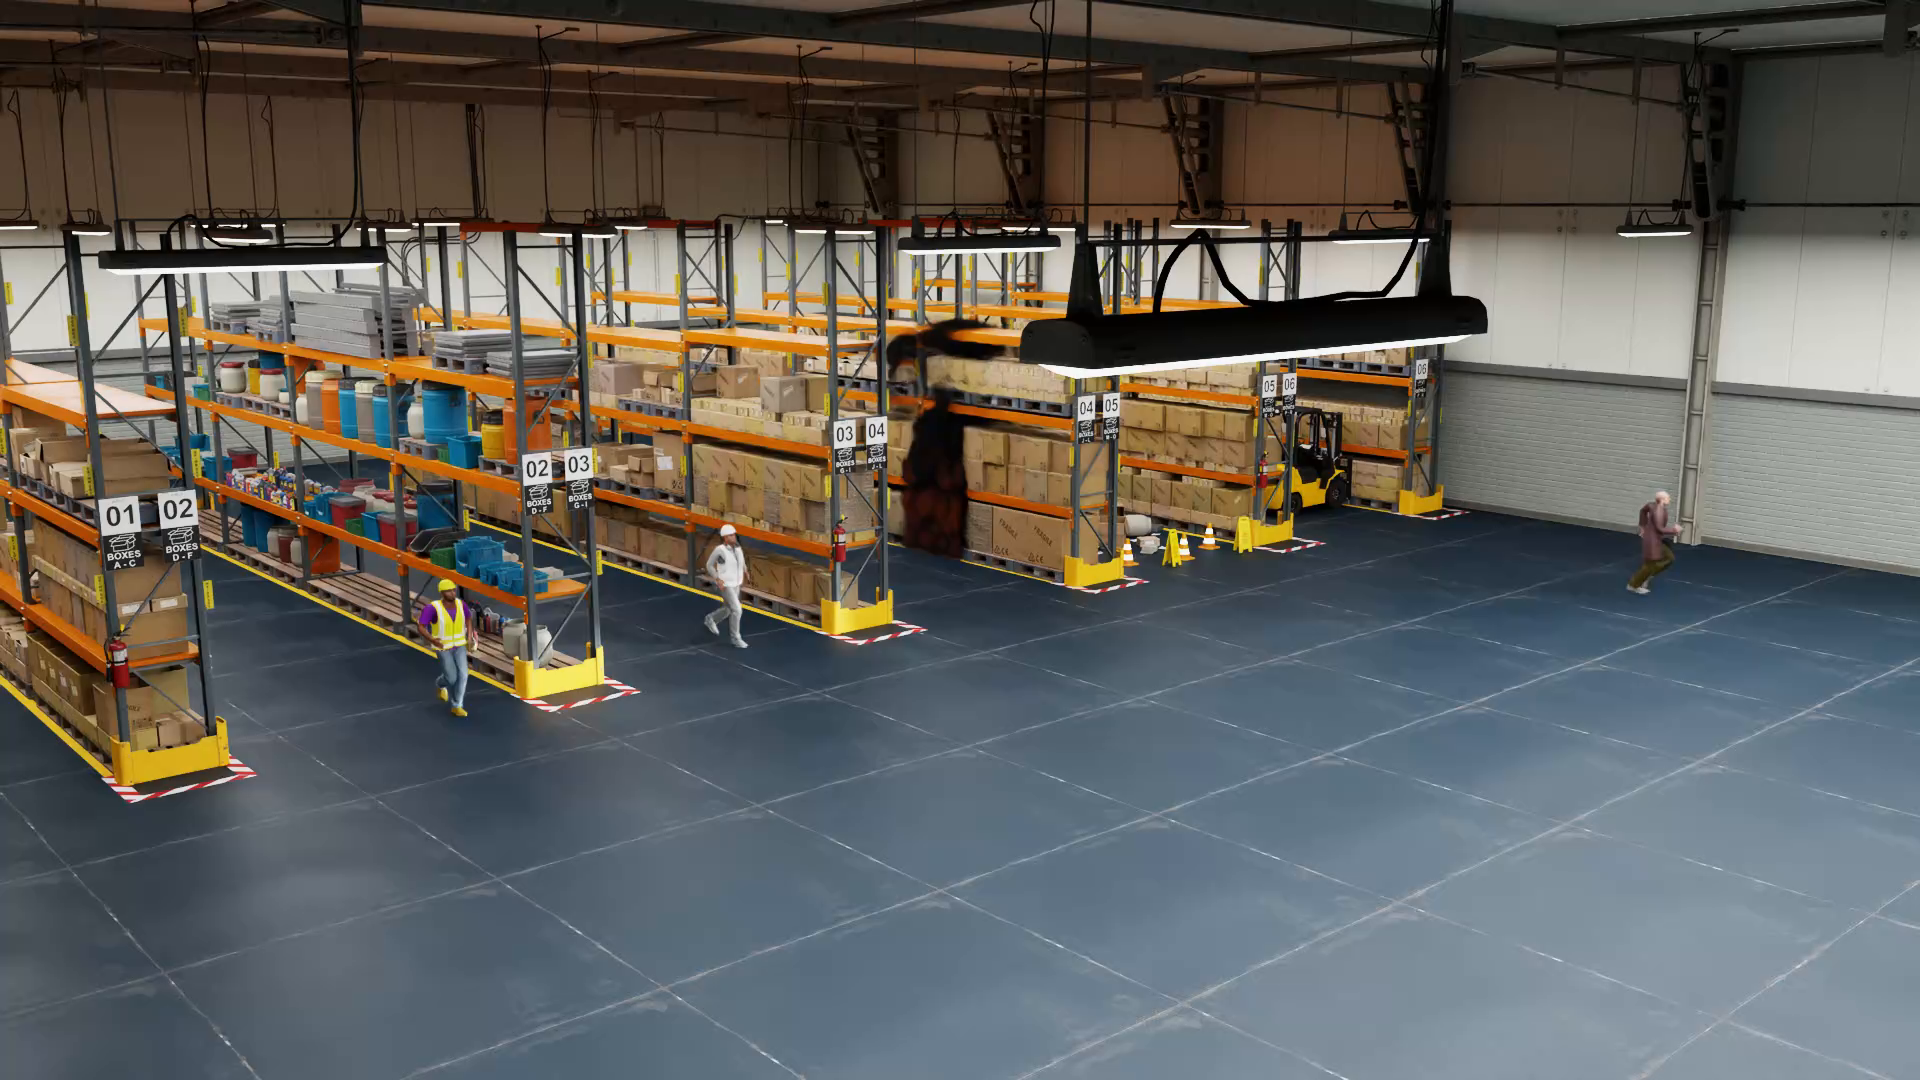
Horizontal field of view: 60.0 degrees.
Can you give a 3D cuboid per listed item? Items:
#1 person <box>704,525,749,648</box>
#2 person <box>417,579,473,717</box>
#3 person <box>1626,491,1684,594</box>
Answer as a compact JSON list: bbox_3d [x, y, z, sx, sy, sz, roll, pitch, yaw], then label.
[{"bbox_3d":[-3.419,0.649,24.217,0.832,1.804,0.658,6,13,29],"label":"person"},{"bbox_3d":[-6.436,1.337,20.927,0.735,1.734,0.655,-10,15,-40],"label":"person"},{"bbox_3d":[11.398,0.041,27.226,0.793,1.727,0.759,4,12,20],"label":"person"}]
